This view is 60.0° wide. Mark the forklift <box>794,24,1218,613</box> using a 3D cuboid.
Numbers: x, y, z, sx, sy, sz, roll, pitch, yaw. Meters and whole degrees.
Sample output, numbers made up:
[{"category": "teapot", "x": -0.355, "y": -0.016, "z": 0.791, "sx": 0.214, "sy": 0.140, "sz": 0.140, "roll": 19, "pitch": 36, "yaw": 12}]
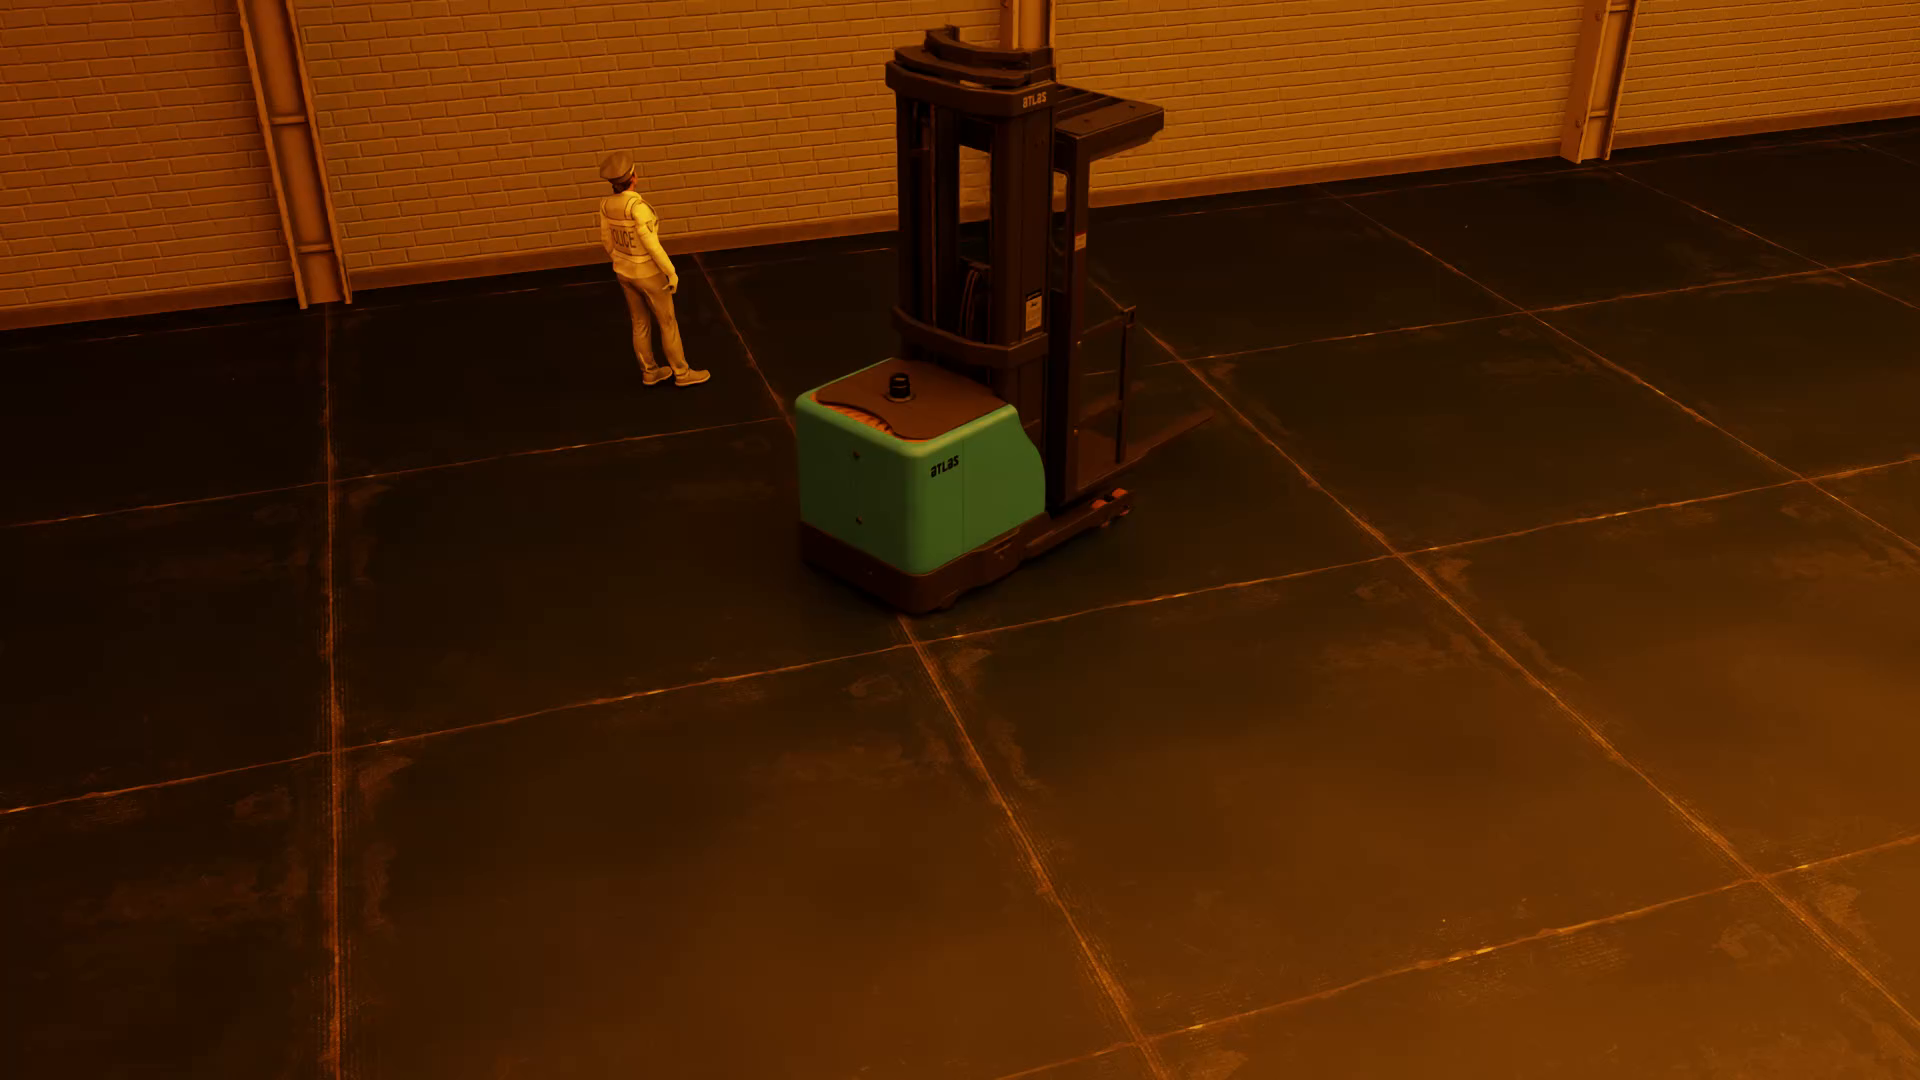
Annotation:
[{"category": "forklift", "x": 0.437, "y": -1.508, "z": 9.708, "sx": 1.130, "sy": 2.935, "sz": 3.031, "roll": 25, "pitch": 39, "yaw": 37}]

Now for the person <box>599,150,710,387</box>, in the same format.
[{"category": "person", "x": -2.173, "y": -1.885, "z": 11.588, "sx": 0.584, "sy": 1.694, "sz": 0.533, "roll": 20, "pitch": 35, "yaw": 30}]
